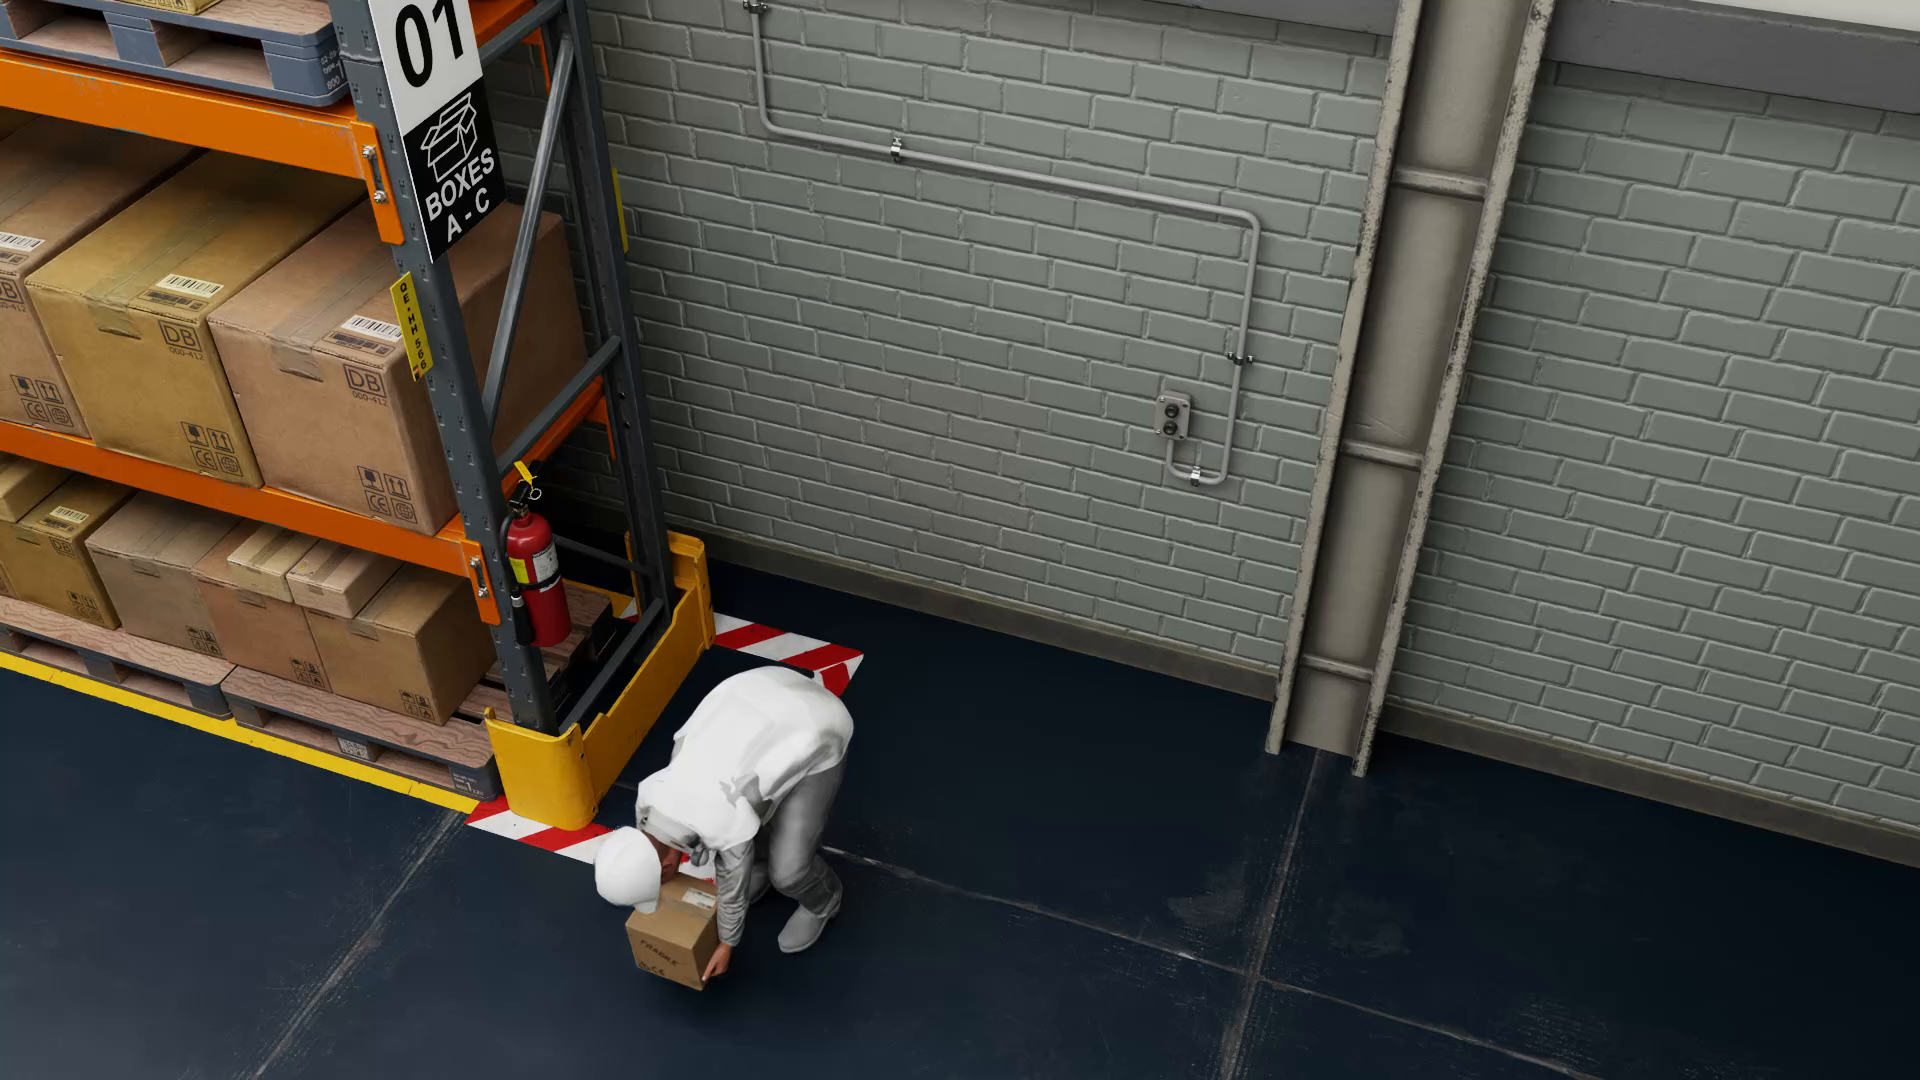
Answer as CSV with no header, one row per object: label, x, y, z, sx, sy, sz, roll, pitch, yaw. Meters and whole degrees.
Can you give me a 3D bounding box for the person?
person,-0.770,1.022,5.500,0.485,1.077,1.010,28,48,28
